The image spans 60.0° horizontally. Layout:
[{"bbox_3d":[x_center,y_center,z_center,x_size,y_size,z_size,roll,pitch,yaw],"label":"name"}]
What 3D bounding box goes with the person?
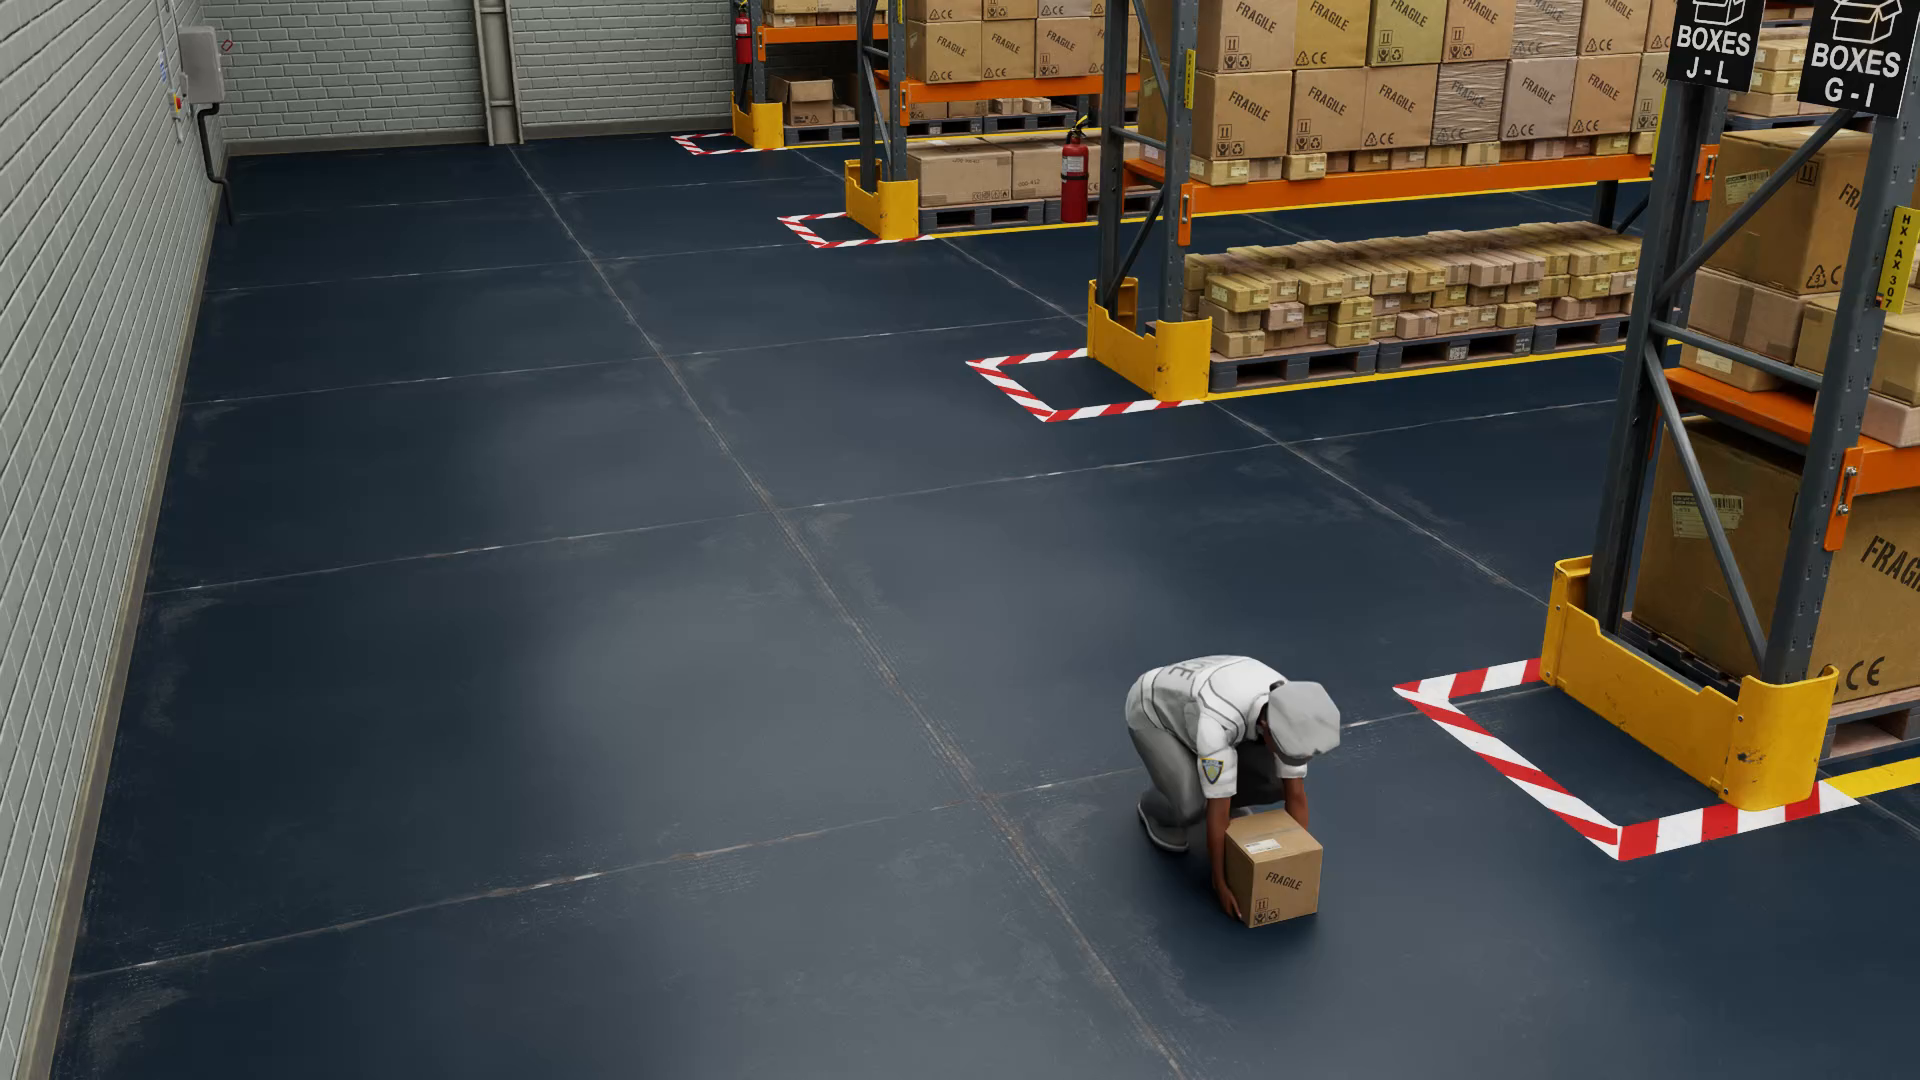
[{"bbox_3d":[0.895,0.741,5.563,0.473,0.852,0.895,-9,24,-20],"label":"person"}]
